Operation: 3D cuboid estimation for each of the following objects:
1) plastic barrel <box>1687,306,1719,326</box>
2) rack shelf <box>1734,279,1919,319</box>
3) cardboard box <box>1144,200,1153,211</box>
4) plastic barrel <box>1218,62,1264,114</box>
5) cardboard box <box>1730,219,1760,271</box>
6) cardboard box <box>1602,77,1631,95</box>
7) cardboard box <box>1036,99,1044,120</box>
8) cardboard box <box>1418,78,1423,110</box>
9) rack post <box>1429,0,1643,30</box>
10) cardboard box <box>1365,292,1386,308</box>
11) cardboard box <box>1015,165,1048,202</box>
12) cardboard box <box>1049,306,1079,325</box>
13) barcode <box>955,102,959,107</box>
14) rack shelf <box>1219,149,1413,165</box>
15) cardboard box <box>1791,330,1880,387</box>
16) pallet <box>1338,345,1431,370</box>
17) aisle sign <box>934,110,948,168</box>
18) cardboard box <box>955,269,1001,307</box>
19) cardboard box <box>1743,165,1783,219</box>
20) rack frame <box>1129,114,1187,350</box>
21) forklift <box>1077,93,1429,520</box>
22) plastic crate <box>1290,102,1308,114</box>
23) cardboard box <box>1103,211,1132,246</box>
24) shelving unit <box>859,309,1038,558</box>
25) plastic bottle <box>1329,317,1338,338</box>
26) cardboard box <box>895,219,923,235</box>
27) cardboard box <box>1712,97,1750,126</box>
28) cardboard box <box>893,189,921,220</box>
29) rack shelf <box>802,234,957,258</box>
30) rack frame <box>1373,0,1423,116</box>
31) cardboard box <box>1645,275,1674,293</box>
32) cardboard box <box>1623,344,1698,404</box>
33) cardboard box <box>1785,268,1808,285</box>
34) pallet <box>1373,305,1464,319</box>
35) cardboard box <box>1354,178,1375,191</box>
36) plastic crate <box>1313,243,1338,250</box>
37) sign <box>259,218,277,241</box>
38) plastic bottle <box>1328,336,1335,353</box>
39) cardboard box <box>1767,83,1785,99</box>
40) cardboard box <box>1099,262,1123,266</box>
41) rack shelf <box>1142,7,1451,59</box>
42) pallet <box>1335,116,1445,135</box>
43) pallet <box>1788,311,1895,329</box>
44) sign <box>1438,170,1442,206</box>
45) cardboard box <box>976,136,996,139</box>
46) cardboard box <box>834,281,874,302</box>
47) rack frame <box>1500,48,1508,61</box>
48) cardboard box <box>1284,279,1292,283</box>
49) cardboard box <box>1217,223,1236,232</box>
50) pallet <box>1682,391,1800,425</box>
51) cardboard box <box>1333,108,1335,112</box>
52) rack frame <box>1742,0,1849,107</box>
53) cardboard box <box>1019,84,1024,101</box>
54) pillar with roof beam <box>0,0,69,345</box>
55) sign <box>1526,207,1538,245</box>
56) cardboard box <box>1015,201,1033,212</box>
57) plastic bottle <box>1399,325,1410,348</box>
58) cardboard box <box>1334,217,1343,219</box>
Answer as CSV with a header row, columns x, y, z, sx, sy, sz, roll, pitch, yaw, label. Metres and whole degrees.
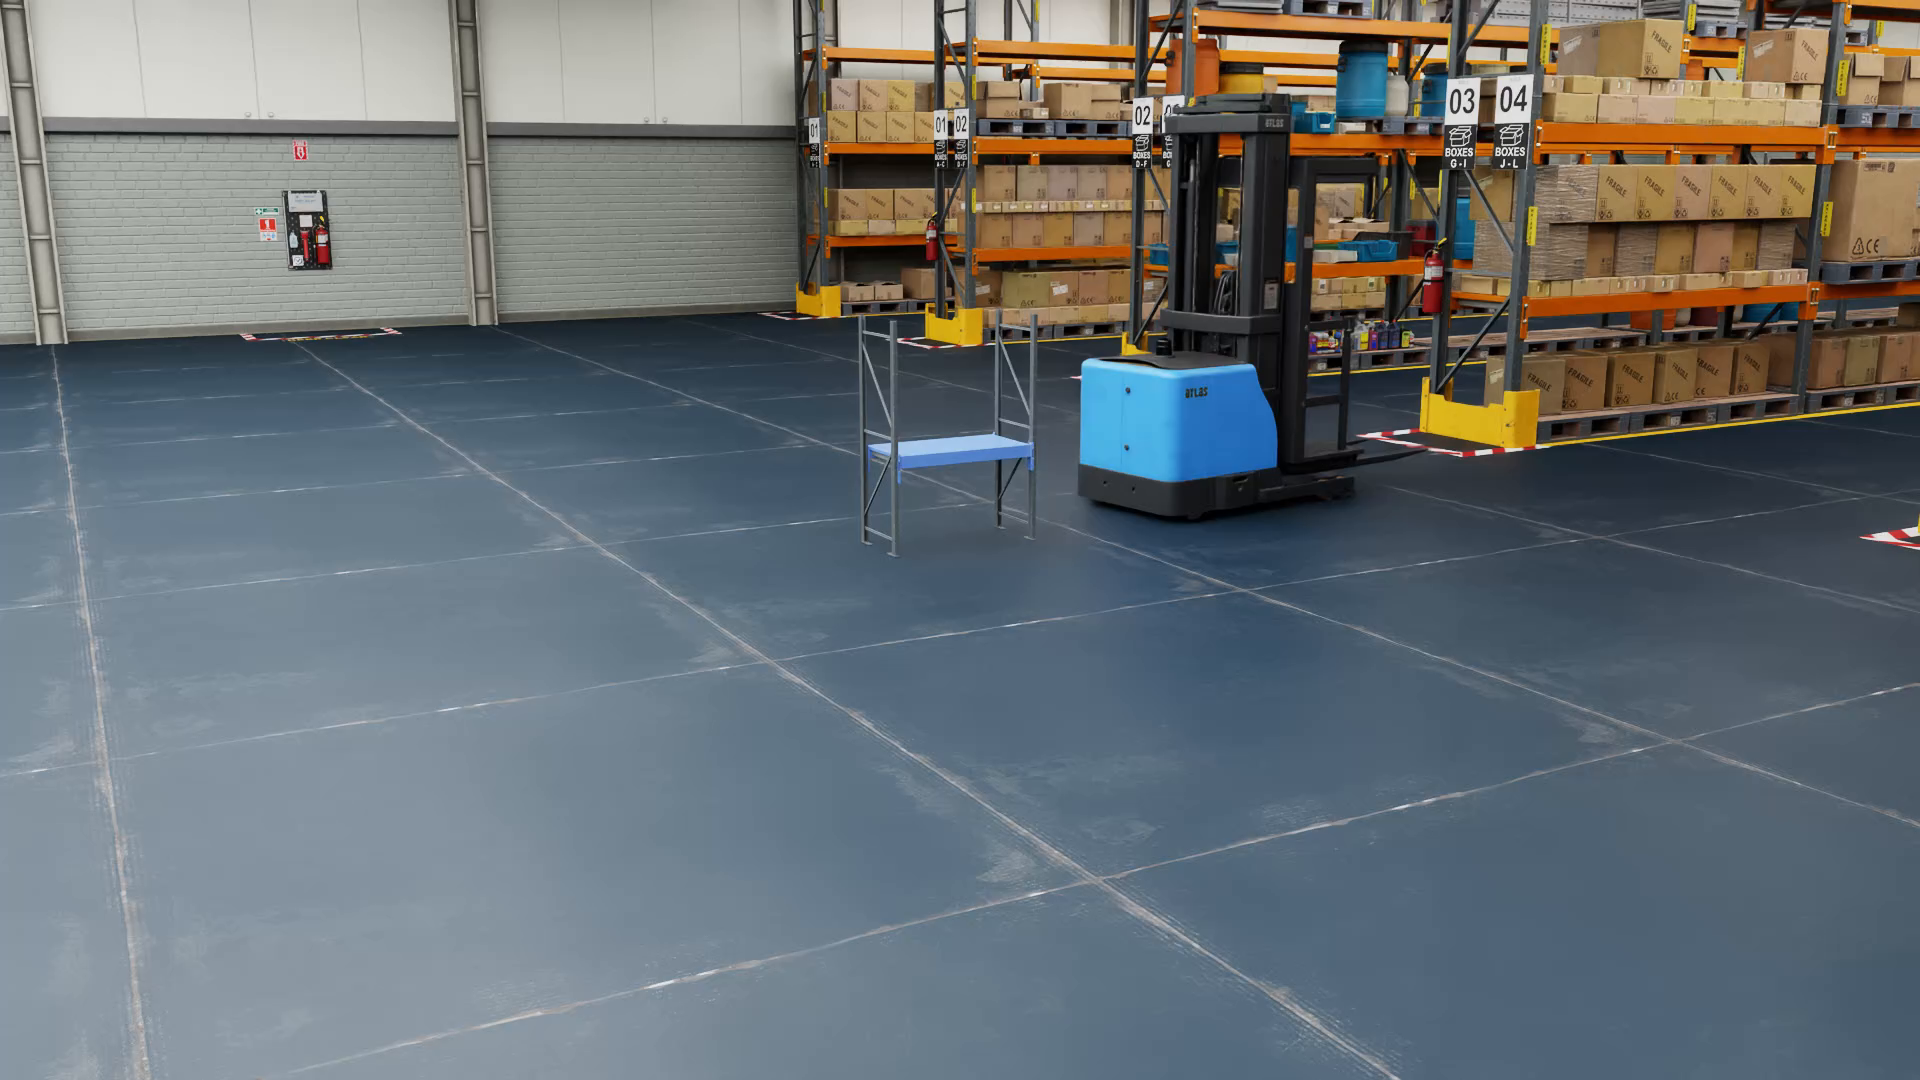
x,y,z,sx,sy,sz,roll,pitch,yaw,label
10.733,-3.390,23.878,0.708,0.588,0.600,-7,14,-28,plastic barrel
9.938,-2.673,17.791,4.000,0.370,1.077,-7,14,-28,rack shelf
2.627,-4.936,24.507,0.250,0.149,0.380,-7,14,-28,cardboard box
3.239,-5.251,19.394,0.600,0.588,0.600,0,13,0,plastic barrel
7.303,-2.926,16.372,0.500,0.500,0.875,-7,14,-28,cardboard box
5.734,-4.035,14.810,0.250,0.149,0.380,-6,14,-26,cardboard box
1.301,-6.225,24.035,0.500,0.311,0.500,-5,14,-21,cardboard box
7.337,-7.188,26.880,0.500,0.500,0.500,-7,14,-28,cardboard box
7.497,-7.016,21.332,3.121,1.000,1.013,-7,14,-28,rack post
6.606,-3.904,26.933,0.500,0.250,0.500,-6,14,-27,cardboard box
0.850,-5.092,23.721,0.500,0.500,0.700,-7,15,-29,cardboard box
1.382,-3.285,24.178,0.500,0.250,0.500,-7,14,-28,cardboard box
-0.038,-6.173,23.553,0.075,0.075,0.001,-7,14,-28,barcode
5.195,-6.045,25.946,4.000,0.370,1.077,-7,14,-28,rack shelf
9.160,-1.915,17.479,0.500,0.500,0.700,-7,14,-28,cardboard box
5.200,-2.345,21.046,1.213,0.211,1.003,-7,14,-28,pallet
-0.270,-5.620,23.327,0.004,0.787,0.394,-7,14,-28,aisle sign
0.257,-3.645,24.071,0.500,0.500,0.500,-7,14,-28,cardboard box
7.482,-3.342,15.943,0.500,0.500,0.500,-7,14,-28,cardboard box
2.299,-3.347,19.149,0.127,3.000,1.000,-7,14,-28,rack frame
2.353,-1.804,12.451,3.031,2.935,1.130,-9,16,-36,forklift
3.828,-5.061,19.970,0.575,0.384,0.392,-7,14,-28,plastic crate
2.151,-4.615,24.555,0.500,0.500,0.700,-7,14,-27,cardboard box
-0.075,-0.723,10.905,1.048,1.500,0.538,-7,14,-28,shelving unit
4.737,-2.665,21.151,0.185,0.351,0.144,-8,15,-30,plastic bottle
-0.969,-5.293,28.091,0.500,0.250,0.500,-7,15,-29,cardboard box
7.000,-3.997,15.550,0.500,0.250,0.500,-7,14,-28,cardboard box
-0.990,-5.654,27.988,0.500,0.500,0.500,-7,15,-30,cardboard box
-0.693,-5.115,28.646,4.000,0.370,1.077,-7,14,-28,rack shelf
6.951,-8.070,26.473,0.127,3.000,1.000,-7,14,-28,rack frame
6.399,-2.393,15.482,0.250,0.149,0.380,-7,14,-28,cardboard box
6.806,-1.622,16.221,0.500,0.500,0.500,-8,15,-33,cardboard box
8.135,-2.611,16.452,0.250,0.149,0.380,-7,14,-28,cardboard box
7.624,-3.854,27.754,1.213,0.211,1.003,-7,14,-28,pallet
7.797,-6.990,32.676,0.500,0.250,0.500,-6,14,-26,cardboard box
4.483,-3.576,20.649,0.662,0.188,0.450,-7,14,-28,plastic crate
-10.237,-4.592,24.599,0.234,0.329,0.001,-7,14,-28,sign
4.515,-2.384,20.241,0.097,0.201,0.097,0,13,0,plastic bottle
7.579,-4.254,15.783,0.250,0.149,0.380,-8,15,-31,cardboard box
2.598,-4.863,30.575,0.500,0.500,0.700,-7,14,-27,cardboard box
4.054,-5.938,19.548,4.000,0.370,1.077,-7,14,-28,rack shelf
5.223,-5.044,20.289,1.003,0.211,1.213,-7,14,-28,pallet
13.458,-3.334,25.441,1.213,0.211,1.003,-7,14,-28,pallet
4.424,-3.220,15.230,0.005,0.325,0.100,-7,14,-28,sign
0.288,-7.047,28.486,0.500,0.500,0.500,-8,15,-33,cardboard box
-1.798,-4.214,28.125,0.500,0.311,0.500,-9,15,-34,cardboard box
11.596,-9.866,34.453,0.127,3.000,1.000,-7,14,-28,rack frame
4.817,-3.961,25.908,0.500,0.311,0.500,-7,15,-30,cardboard box
4.123,-4.785,25.845,0.258,0.266,0.396,-7,15,-29,cardboard box
7.610,-1.375,16.739,1.213,0.211,1.003,-7,14,-28,pallet
7.260,-8.174,32.536,0.500,0.500,0.700,-8,15,-31,cardboard box
8.183,-5.740,16.118,0.127,3.000,1.000,-7,14,-28,rack frame
0.753,-7.582,28.583,0.500,0.500,0.500,-8,15,-33,cardboard box
-10.718,-6.331,18.745,0.400,9.000,9.100,-7,14,-28,pillar with roof beam
4.932,-2.710,14.348,0.005,0.325,0.100,-7,14,-28,sign
0.826,-4.721,23.550,0.250,0.149,0.380,-7,14,-28,cardboard box
5.546,-2.543,20.761,0.133,0.283,0.061,-6,14,-25,plastic bottle
7.261,-6.227,32.472,0.250,0.149,0.380,-7,14,-28,cardboard box
